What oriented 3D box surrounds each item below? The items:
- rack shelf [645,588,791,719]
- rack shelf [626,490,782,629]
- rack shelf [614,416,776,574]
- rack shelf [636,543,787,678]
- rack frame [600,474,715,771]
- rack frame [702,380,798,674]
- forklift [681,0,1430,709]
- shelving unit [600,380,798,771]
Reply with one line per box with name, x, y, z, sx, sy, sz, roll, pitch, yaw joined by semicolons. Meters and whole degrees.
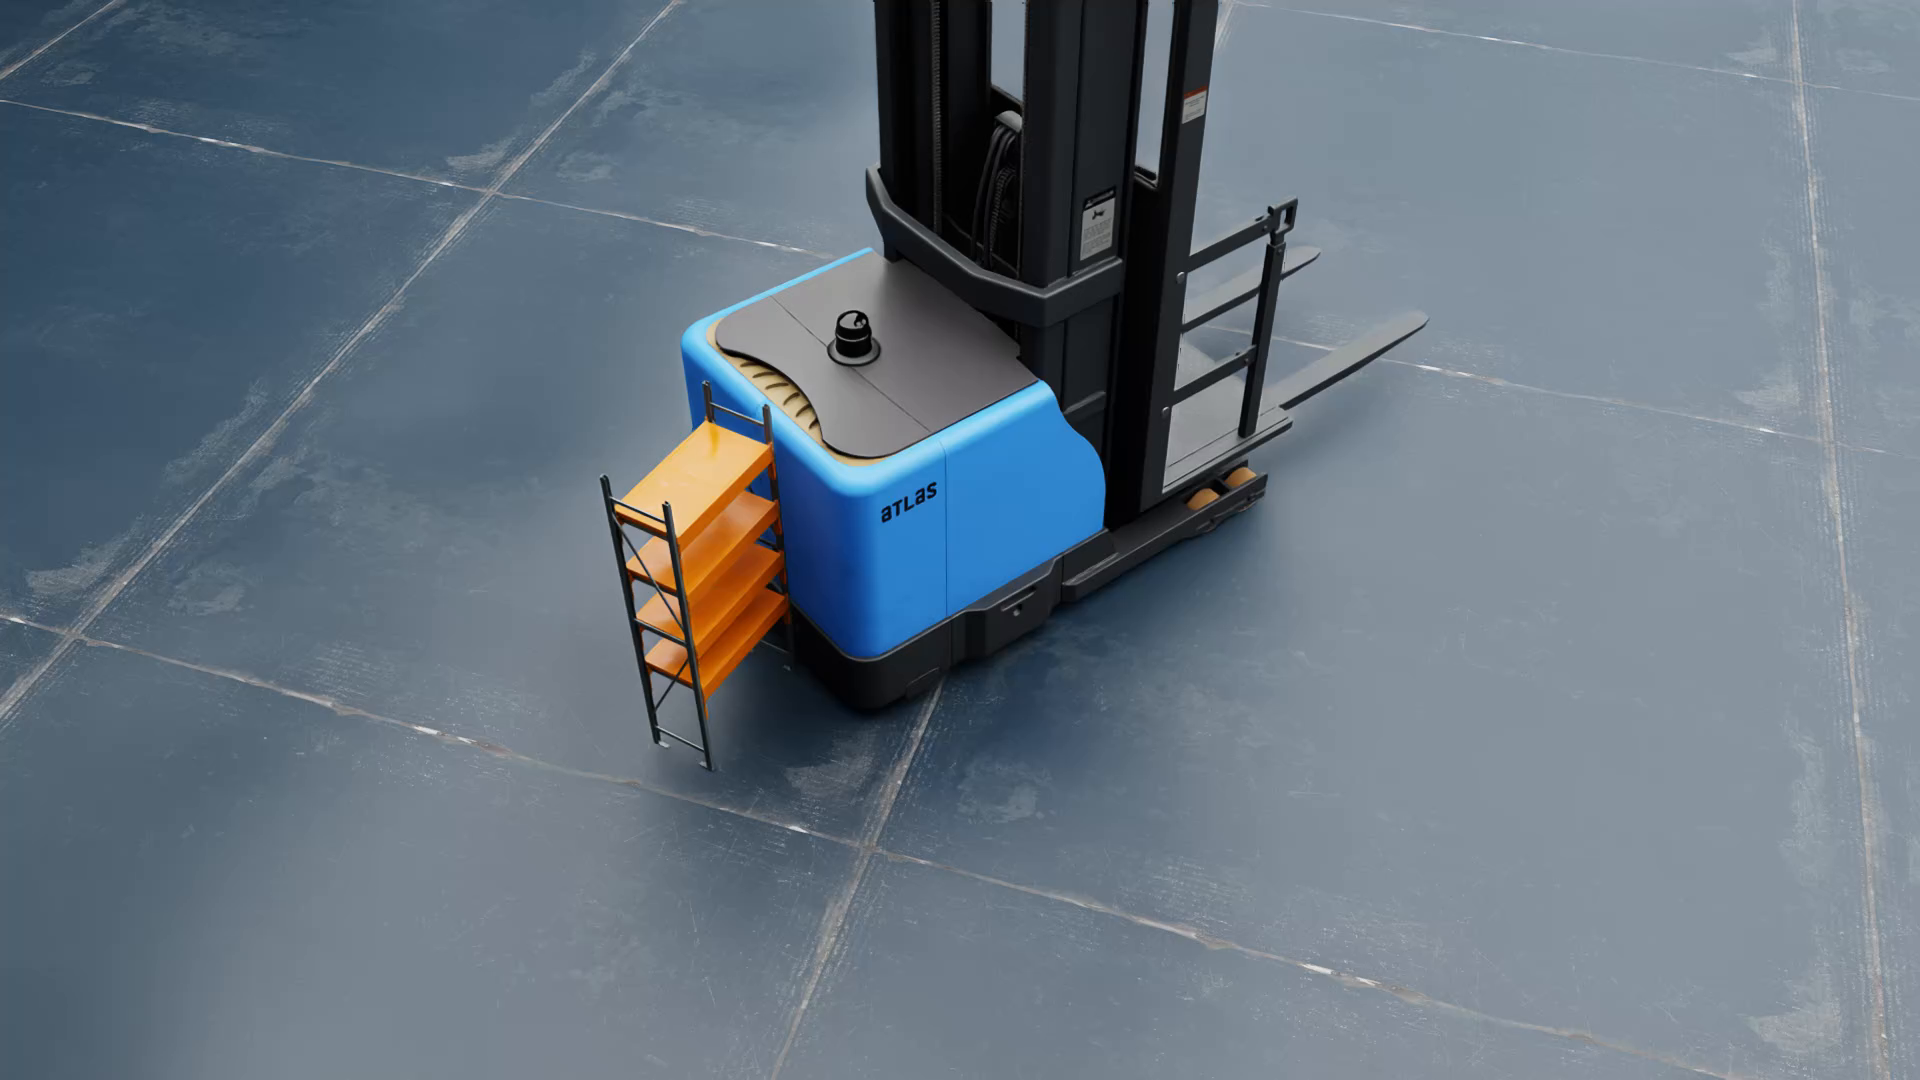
rack shelf;-0.794;0.329;5.436;0.258;0.148;0.480;22;48;21
rack shelf;-0.794;0.027;5.140;0.258;0.148;0.480;22;48;21
rack shelf;-0.794;-0.142;4.975;0.258;0.148;0.480;22;48;21
rack shelf;-0.794;0.187;5.297;0.258;0.148;0.480;22;48;21
rack frame;-0.915;0.287;5.099;0.240;1.200;0.015;22;48;21
rack frame;-0.672;-0.009;5.401;0.240;1.200;0.015;22;48;21
forklift;0.545;-1.340;5.524;3.031;2.935;1.130;-29;51;-26
shelving unit;-0.794;0.139;5.250;0.258;1.200;0.503;22;48;21
